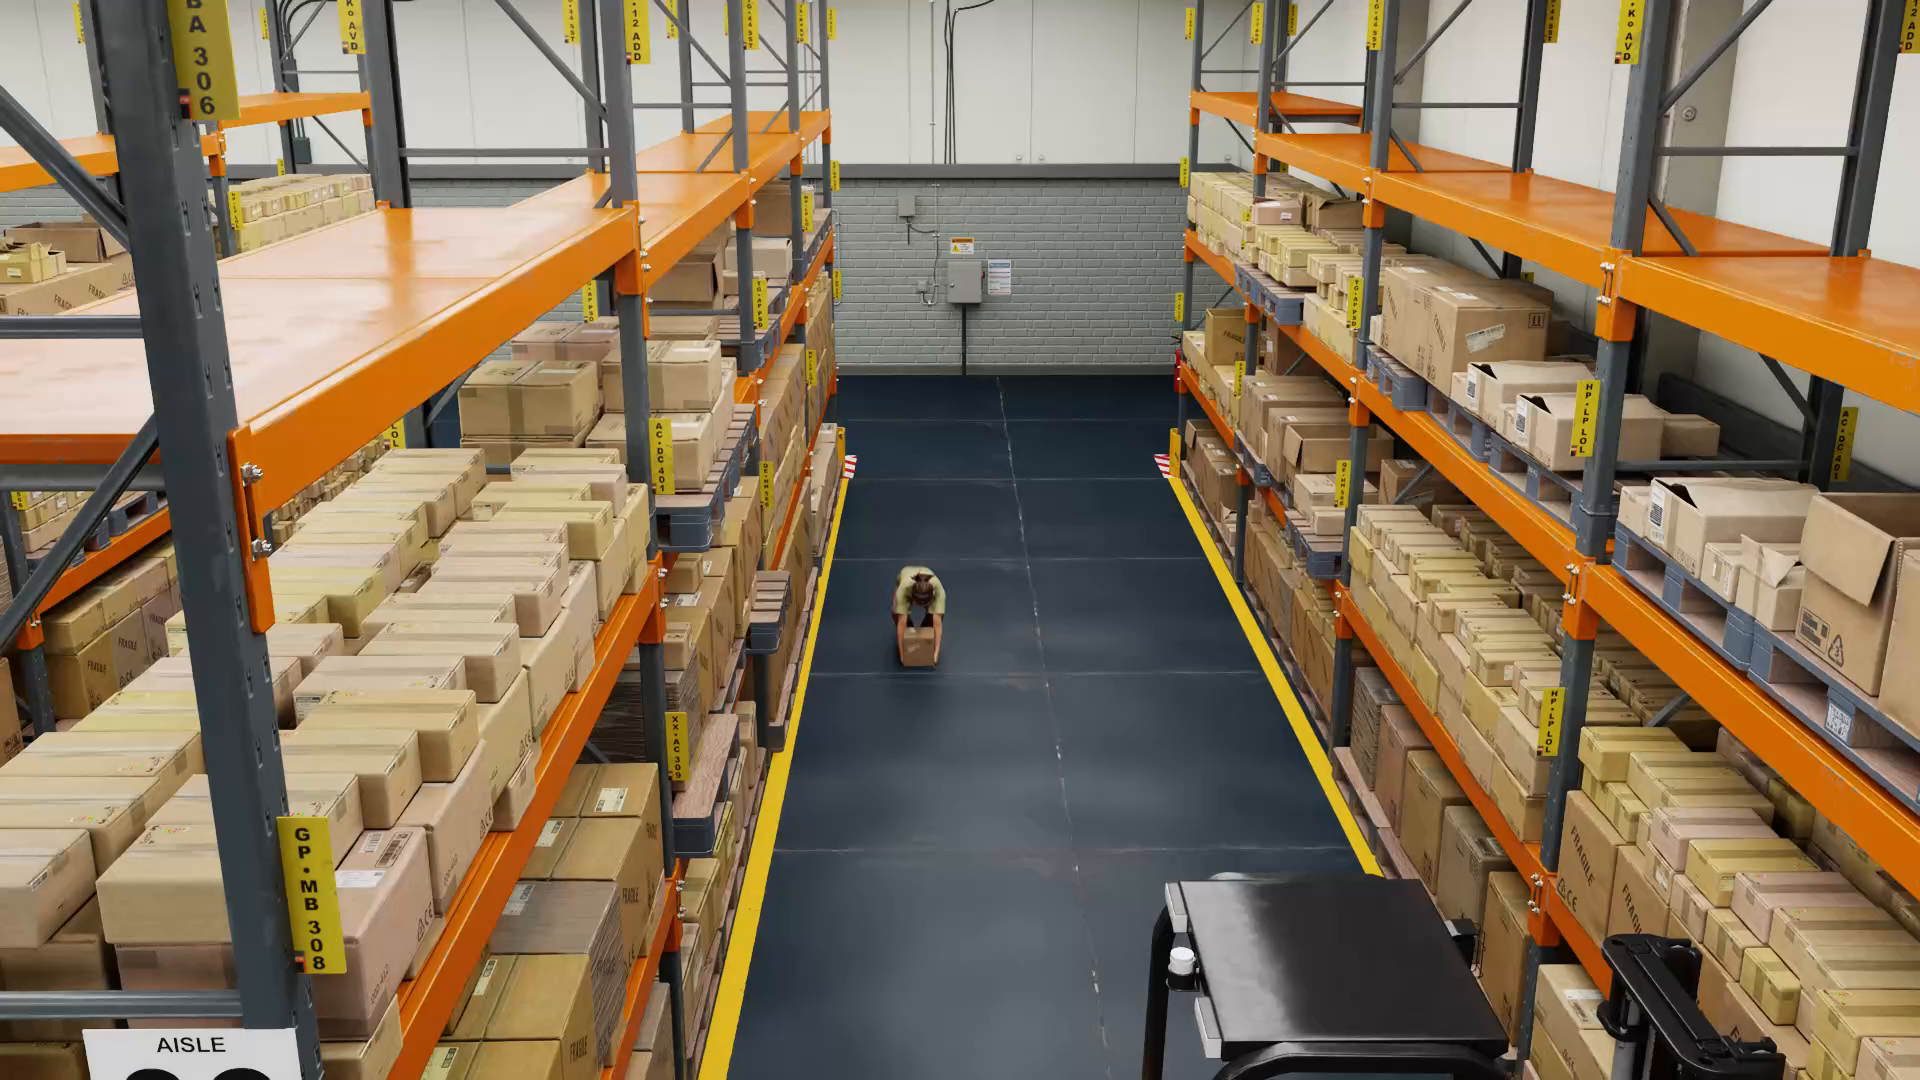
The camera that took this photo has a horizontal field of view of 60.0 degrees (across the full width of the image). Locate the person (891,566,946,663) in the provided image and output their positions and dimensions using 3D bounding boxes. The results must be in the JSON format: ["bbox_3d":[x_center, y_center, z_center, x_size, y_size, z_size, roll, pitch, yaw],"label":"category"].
[{"bbox_3d":[-0.348,0.564,13.858,0.449,0.768,0.855,-1,17,-2],"label":"person"}]
